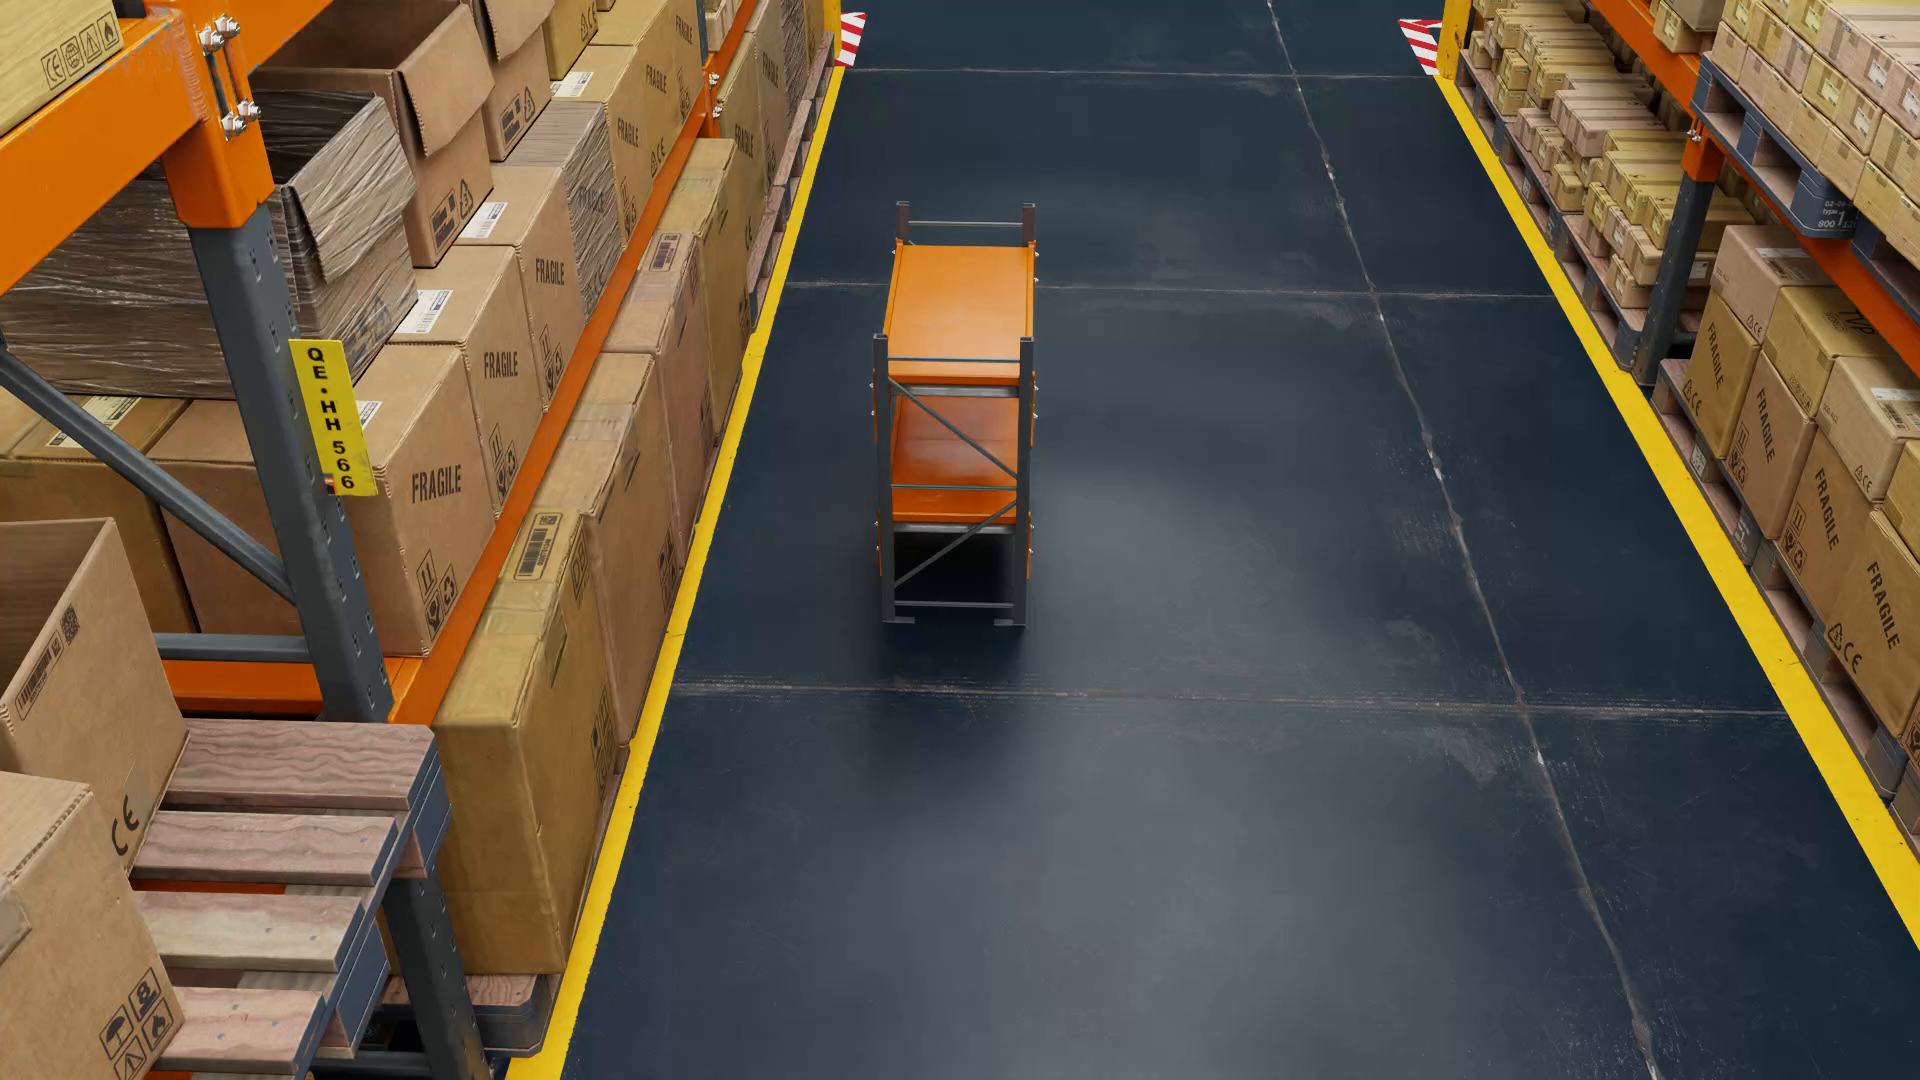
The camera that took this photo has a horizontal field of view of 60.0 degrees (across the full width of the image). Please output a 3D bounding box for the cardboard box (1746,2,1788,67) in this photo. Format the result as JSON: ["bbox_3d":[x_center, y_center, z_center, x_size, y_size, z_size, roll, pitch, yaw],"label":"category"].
[{"bbox_3d":[2.950,-1.735,5.704,0.380,0.149,0.250,1,35,1],"label":"cardboard box"}]

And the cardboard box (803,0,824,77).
[{"bbox_3d":[-1.303,-3.312,9.837,0.875,0.875,0.875,1,35,2],"label":"cardboard box"}]

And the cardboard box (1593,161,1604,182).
[{"bbox_3d":[3.228,-1.676,7.882,0.380,0.149,0.250,2,35,2],"label":"cardboard box"}]

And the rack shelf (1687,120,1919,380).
[{"bbox_3d":[3.353,-0.465,4.929,1.077,0.370,4.000,1,35,2],"label":"rack shelf"}]

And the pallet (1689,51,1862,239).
[{"bbox_3d":[3.258,-1.394,5.792,1.003,0.211,1.213,1,35,2],"label":"pallet"}]

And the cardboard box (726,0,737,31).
[{"bbox_3d":[-1.164,-2.292,7.121,0.380,0.149,0.250,0,35,0],"label":"cardboard box"}]

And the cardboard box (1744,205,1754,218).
[{"bbox_3d":[3.688,-1.384,7.466,0.380,0.149,0.250,2,35,2],"label":"cardboard box"}]

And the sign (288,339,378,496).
[{"bbox_3d":[-1.136,-0.217,3.012,0.100,0.325,0.005,1,35,2],"label":"sign"}]

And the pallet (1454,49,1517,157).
[{"bbox_3d":[3.523,-2.556,9.704,1.003,0.211,1.213,1,35,2],"label":"pallet"}]

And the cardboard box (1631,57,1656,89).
[{"bbox_3d":[3.725,-2.399,8.652,0.380,0.149,0.250,0,35,0],"label":"cardboard box"}]

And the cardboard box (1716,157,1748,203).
[{"bbox_3d":[3.686,-1.654,7.591,0.380,0.149,0.250,1,35,1],"label":"cardboard box"}]

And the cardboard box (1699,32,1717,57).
[{"bbox_3d":[3.211,-1.975,6.671,0.380,0.149,0.250,1,35,1],"label":"cardboard box"}]

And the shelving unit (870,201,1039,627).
[{"bbox_3d":[0.000,-0.464,5.932,0.538,1.125,1.048,1,35,2],"label":"shelving unit"}]

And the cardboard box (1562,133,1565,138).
[{"bbox_3d":[3.303,-2.129,8.526,0.380,0.149,0.250,3,35,4],"label":"cardboard box"}]

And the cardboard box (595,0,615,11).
[{"bbox_3d":[-1.536,-2.165,5.763,0.797,0.503,0.637,0,35,1],"label":"cardboard box"}]

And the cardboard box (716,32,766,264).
[{"bbox_3d":[-1.412,-1.761,7.630,0.875,0.875,0.875,1,35,2],"label":"cardboard box"}]

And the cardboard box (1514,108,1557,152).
[{"bbox_3d":[3.190,-2.189,8.871,0.380,0.149,0.250,0,35,0],"label":"cardboard box"}]

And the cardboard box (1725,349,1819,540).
[{"bbox_3d":[3.119,-0.335,5.927,0.500,0.500,0.500,3,35,4],"label":"cardboard box"}]

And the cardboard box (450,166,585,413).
[{"bbox_3d":[-1.352,-0.688,4.533,0.500,0.500,0.500,1,35,1],"label":"cardboard box"}]

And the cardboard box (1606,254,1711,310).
[{"bbox_3d":[3.109,-1.147,7.388,0.380,0.149,0.250,2,35,2],"label":"cardboard box"}]

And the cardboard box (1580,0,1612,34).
[{"bbox_3d":[3.759,-3.003,9.510,0.380,0.149,0.250,2,35,3],"label":"cardboard box"}]

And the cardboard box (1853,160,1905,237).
[{"bbox_3d":[2.911,-1.012,4.934,0.380,0.149,0.250,1,35,1],"label":"cardboard box"}]

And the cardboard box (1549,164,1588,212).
[{"bbox_3d":[3.150,-1.742,8.234,0.380,0.149,0.250,1,35,2],"label":"cardboard box"}]

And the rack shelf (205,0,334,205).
[{"bbox_3d":[-1.599,-1.865,4.312,1.077,0.370,4.000,1,35,2],"label":"rack shelf"}]

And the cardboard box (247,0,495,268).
[{"bbox_3d":[-1.604,-1.029,4.145,0.797,0.503,0.637,2,35,3],"label":"cardboard box"}]

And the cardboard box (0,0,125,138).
[{"bbox_3d":[-1.453,-0.670,2.117,0.500,0.250,0.500,1,35,2],"label":"cardboard box"}]

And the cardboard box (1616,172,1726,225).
[{"bbox_3d":[3.158,-1.516,7.395,0.380,0.149,0.250,2,35,2],"label":"cardboard box"}]

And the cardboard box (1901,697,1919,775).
[{"bbox_3d":[3.063,0.558,4.656,0.500,0.500,0.500,3,35,4],"label":"cardboard box"}]

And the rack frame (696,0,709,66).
[{"bbox_3d":[-1.518,-2.081,6.603,1.000,3.000,0.127,1,35,2],"label":"rack frame"}]

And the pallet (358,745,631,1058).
[{"bbox_3d":[-1.572,0.906,4.777,1.003,0.211,1.213,1,35,2],"label":"pallet"}]

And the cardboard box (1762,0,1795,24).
[{"bbox_3d":[2.953,-1.845,5.602,0.380,0.149,0.250,2,35,3],"label":"cardboard box"}]

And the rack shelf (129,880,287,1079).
[{"bbox_3d":[-1.759,1.660,1.905,1.077,0.370,4.000,1,35,2],"label":"rack shelf"}]

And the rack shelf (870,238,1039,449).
[{"bbox_3d":[0.000,-0.704,5.764,0.538,0.278,1.000,1,35,2],"label":"rack shelf"}]

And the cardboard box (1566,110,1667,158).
[{"bbox_3d":[3.168,-1.964,8.032,0.380,0.149,0.250,0,35,0],"label":"cardboard box"}]

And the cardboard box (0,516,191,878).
[{"bbox_3d":[-1.661,0.315,2.741,0.500,0.500,0.500,-3,35,-4],"label":"cardboard box"}]

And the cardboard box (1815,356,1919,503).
[{"bbox_3d":[3.096,-0.347,5.292,0.500,0.250,0.500,3,35,4],"label":"cardboard box"}]

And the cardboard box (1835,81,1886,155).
[{"bbox_3d":[2.921,-1.282,5.060,0.380,0.149,0.250,3,35,4],"label":"cardboard box"}]

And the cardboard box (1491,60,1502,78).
[{"bbox_3d":[3.325,-2.766,9.692,0.380,0.149,0.250,1,35,2],"label":"cardboard box"}]

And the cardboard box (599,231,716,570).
[{"bbox_3d":[-1.559,-0.502,5.839,1.225,0.875,0.875,0,35,0],"label":"cardboard box"}]

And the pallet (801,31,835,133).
[{"bbox_3d":[-1.312,-2.777,10.018,1.003,0.211,1.213,1,35,2],"label":"pallet"}]

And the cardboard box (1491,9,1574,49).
[{"bbox_3d":[3.205,-2.860,9.307,0.380,0.149,0.250,1,35,2],"label":"cardboard box"}]

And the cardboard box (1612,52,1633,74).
[{"bbox_3d":[3.726,-2.573,9.159,0.380,0.149,0.250,1,35,1],"label":"cardboard box"}]

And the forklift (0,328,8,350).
[{"bbox_3d":[-3.416,-1.946,6.470,1.130,2.935,3.031,3,35,4],"label":"forklift"}]

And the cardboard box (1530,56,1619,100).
[{"bbox_3d":[3.201,-2.406,8.661,0.380,0.149,0.250,2,35,3],"label":"cardboard box"}]

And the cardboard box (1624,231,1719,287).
[{"bbox_3d":[3.129,-1.224,7.239,0.380,0.149,0.250,2,35,3],"label":"cardboard box"}]

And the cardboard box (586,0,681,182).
[{"bbox_3d":[-1.291,-1.563,5.778,0.500,0.500,0.500,2,35,3],"label":"cardboard box"}]

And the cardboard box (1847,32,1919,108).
[{"bbox_3d":[2.918,-1.407,4.980,0.380,0.149,0.250,1,35,1],"label":"cardboard box"}]

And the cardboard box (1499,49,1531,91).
[{"bbox_3d":[3.209,-2.595,9.190,0.380,0.149,0.250,2,35,3],"label":"cardboard box"}]

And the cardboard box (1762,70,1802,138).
[{"bbox_3d":[2.939,-1.459,5.571,0.380,0.149,0.250,2,35,2],"label":"cardboard box"}]

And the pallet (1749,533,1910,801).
[{"bbox_3d":[3.358,0.382,5.522,1.003,0.211,1.213,1,35,2],"label":"pallet"}]
